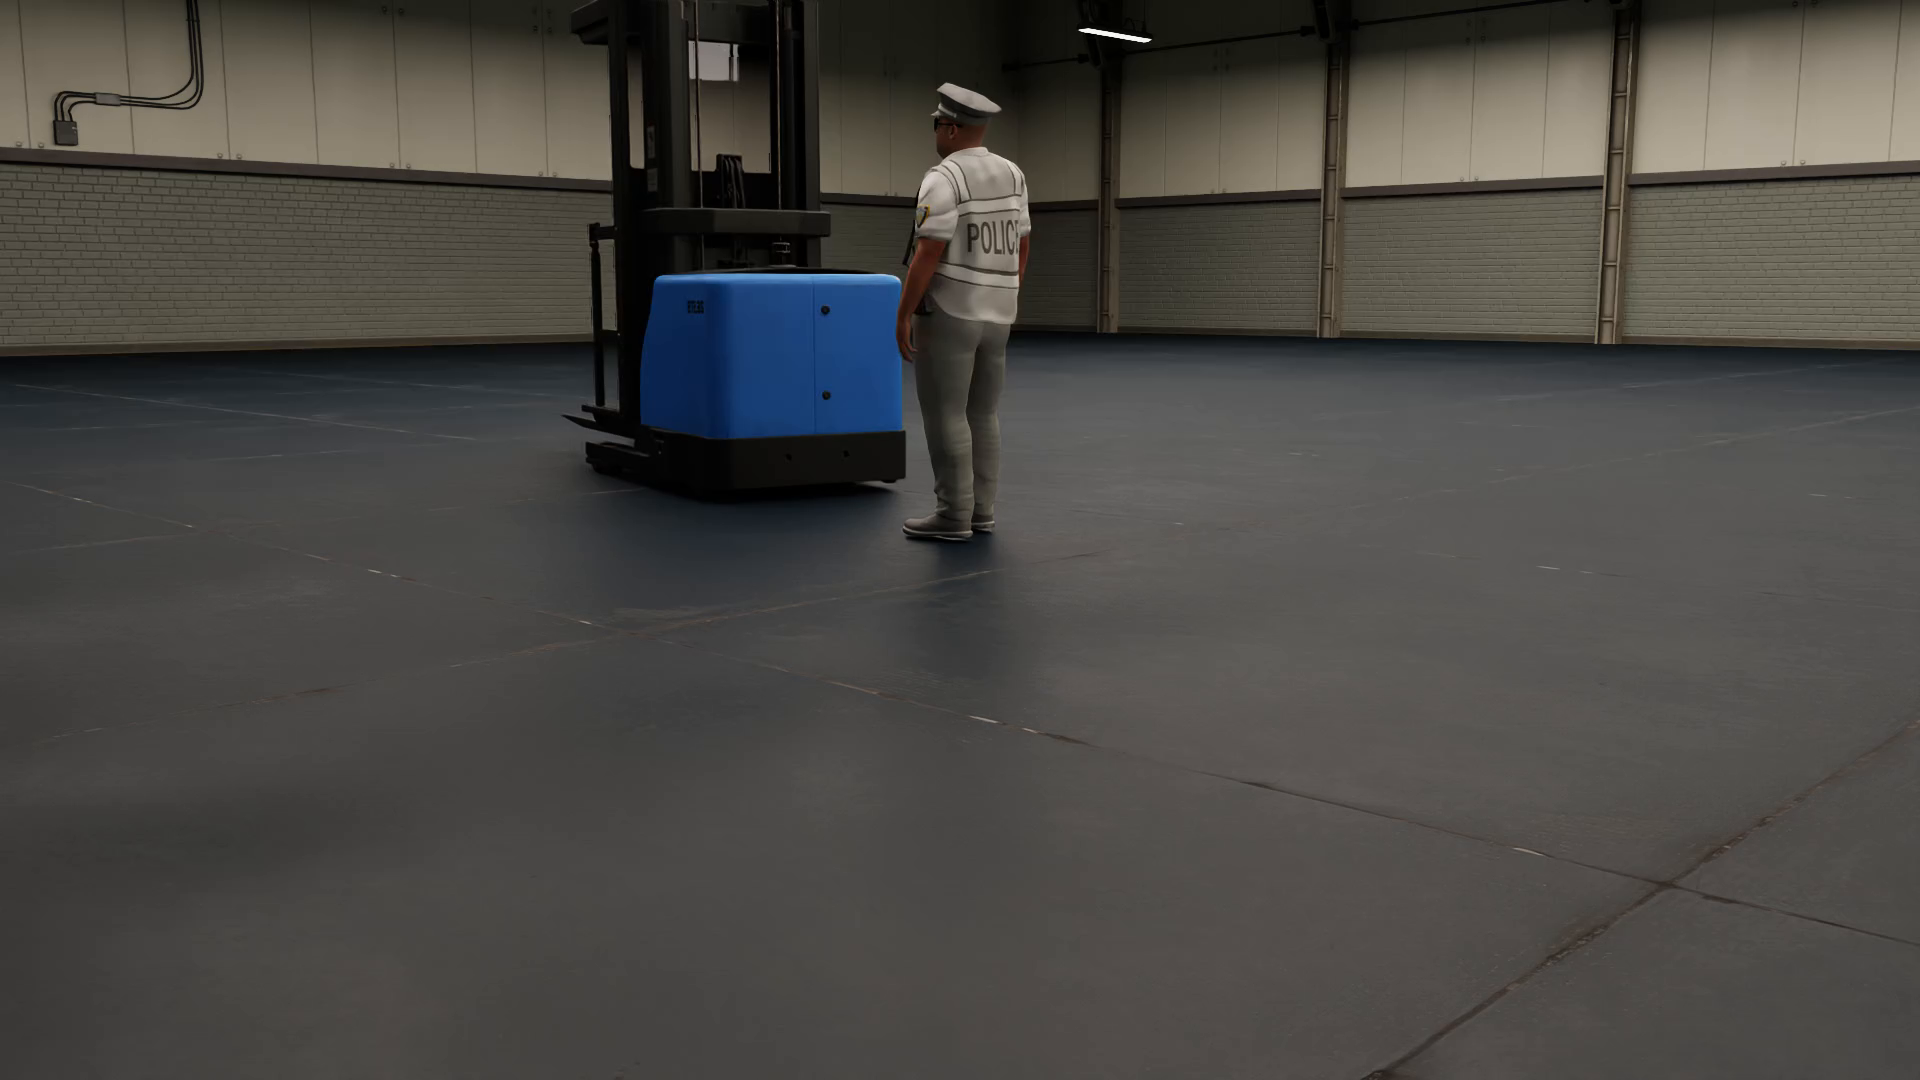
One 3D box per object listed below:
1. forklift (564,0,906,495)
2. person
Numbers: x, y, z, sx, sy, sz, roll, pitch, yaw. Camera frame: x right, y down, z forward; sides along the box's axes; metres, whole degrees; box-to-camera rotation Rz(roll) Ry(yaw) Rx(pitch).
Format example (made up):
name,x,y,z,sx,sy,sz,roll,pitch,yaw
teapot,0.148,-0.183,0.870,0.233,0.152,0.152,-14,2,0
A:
name,x,y,z,sx,sy,sz,roll,pitch,yaw
forklift,-1.439,-1.841,9.100,1.130,2.935,3.031,-5,10,-29
person,-0.048,-0.898,6.645,0.574,1.780,0.641,8,12,43
